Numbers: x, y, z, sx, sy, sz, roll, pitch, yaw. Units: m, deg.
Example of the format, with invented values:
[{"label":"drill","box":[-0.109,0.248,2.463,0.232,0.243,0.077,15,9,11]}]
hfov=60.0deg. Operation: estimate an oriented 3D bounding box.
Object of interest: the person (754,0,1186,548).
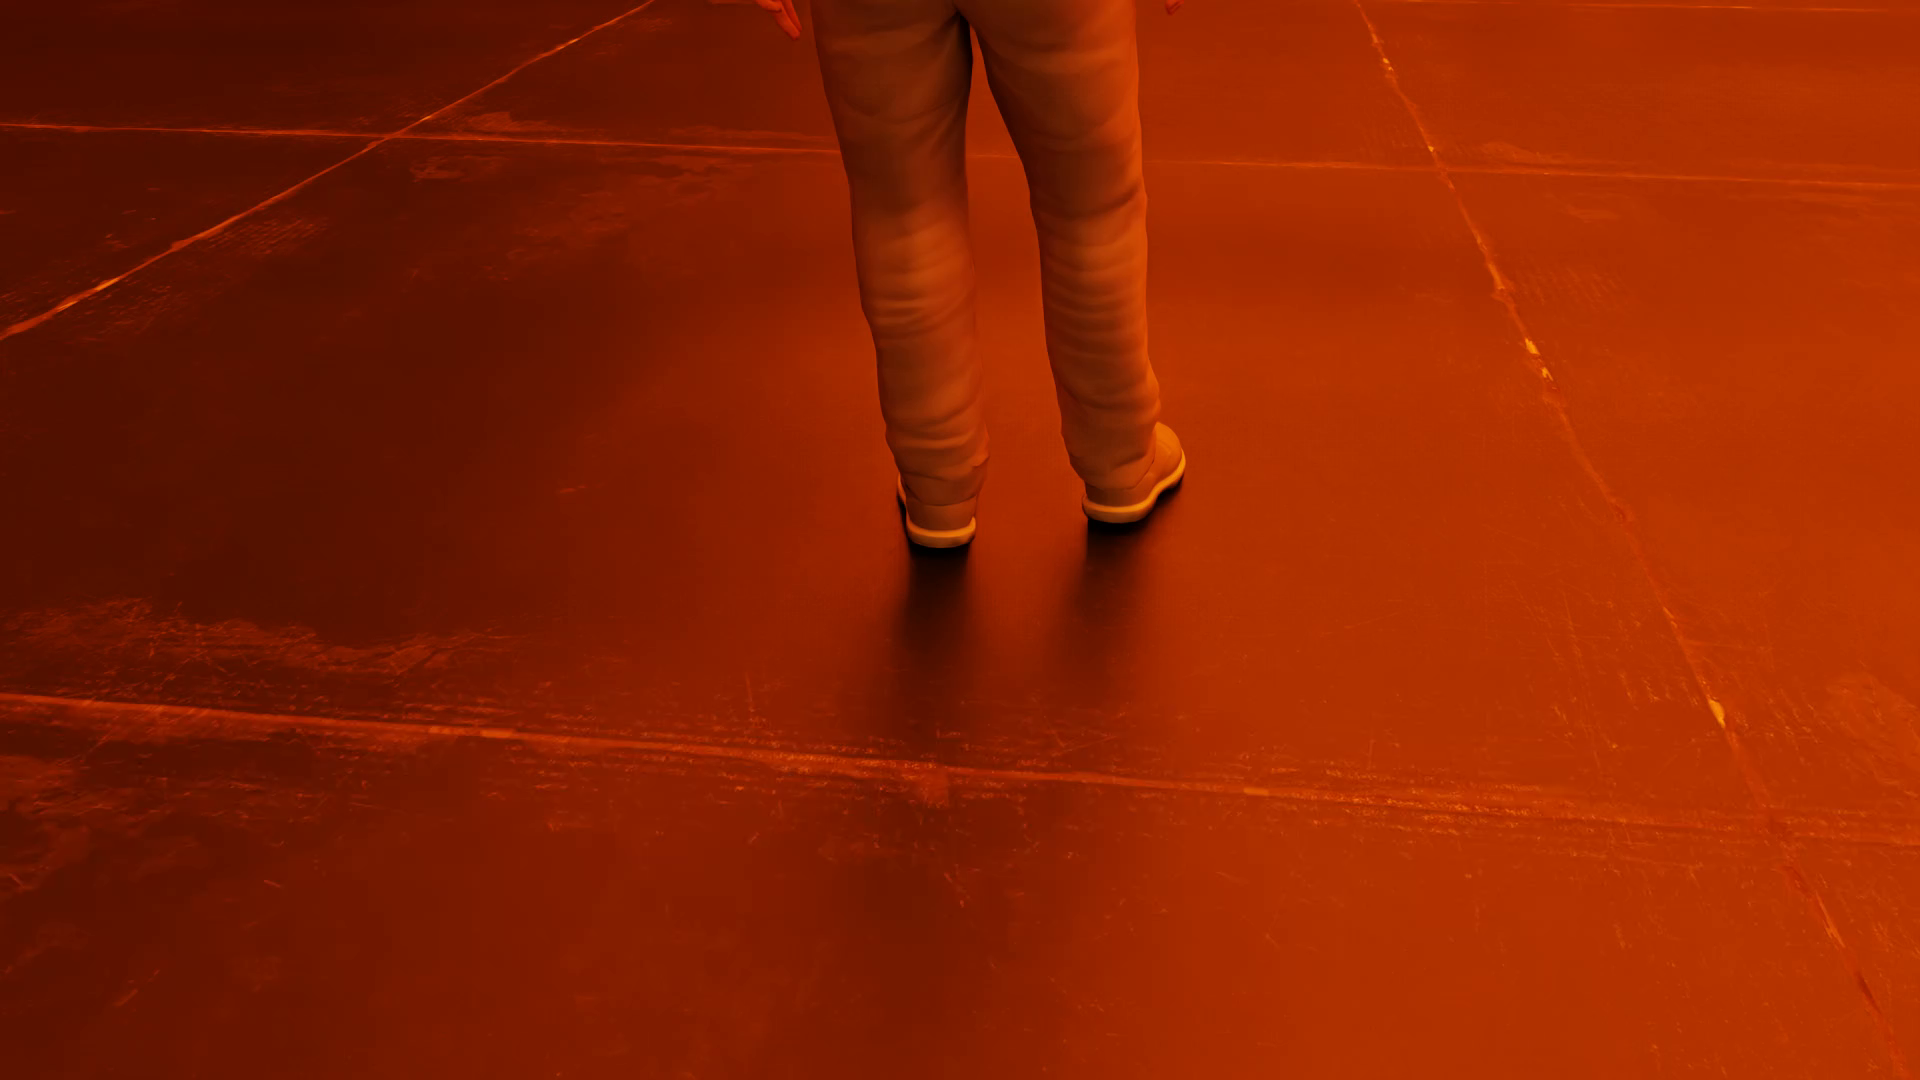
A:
[{"label":"person","box":[0.023,-0.820,2.189,0.641,1.727,0.550,3,27,7]}]
